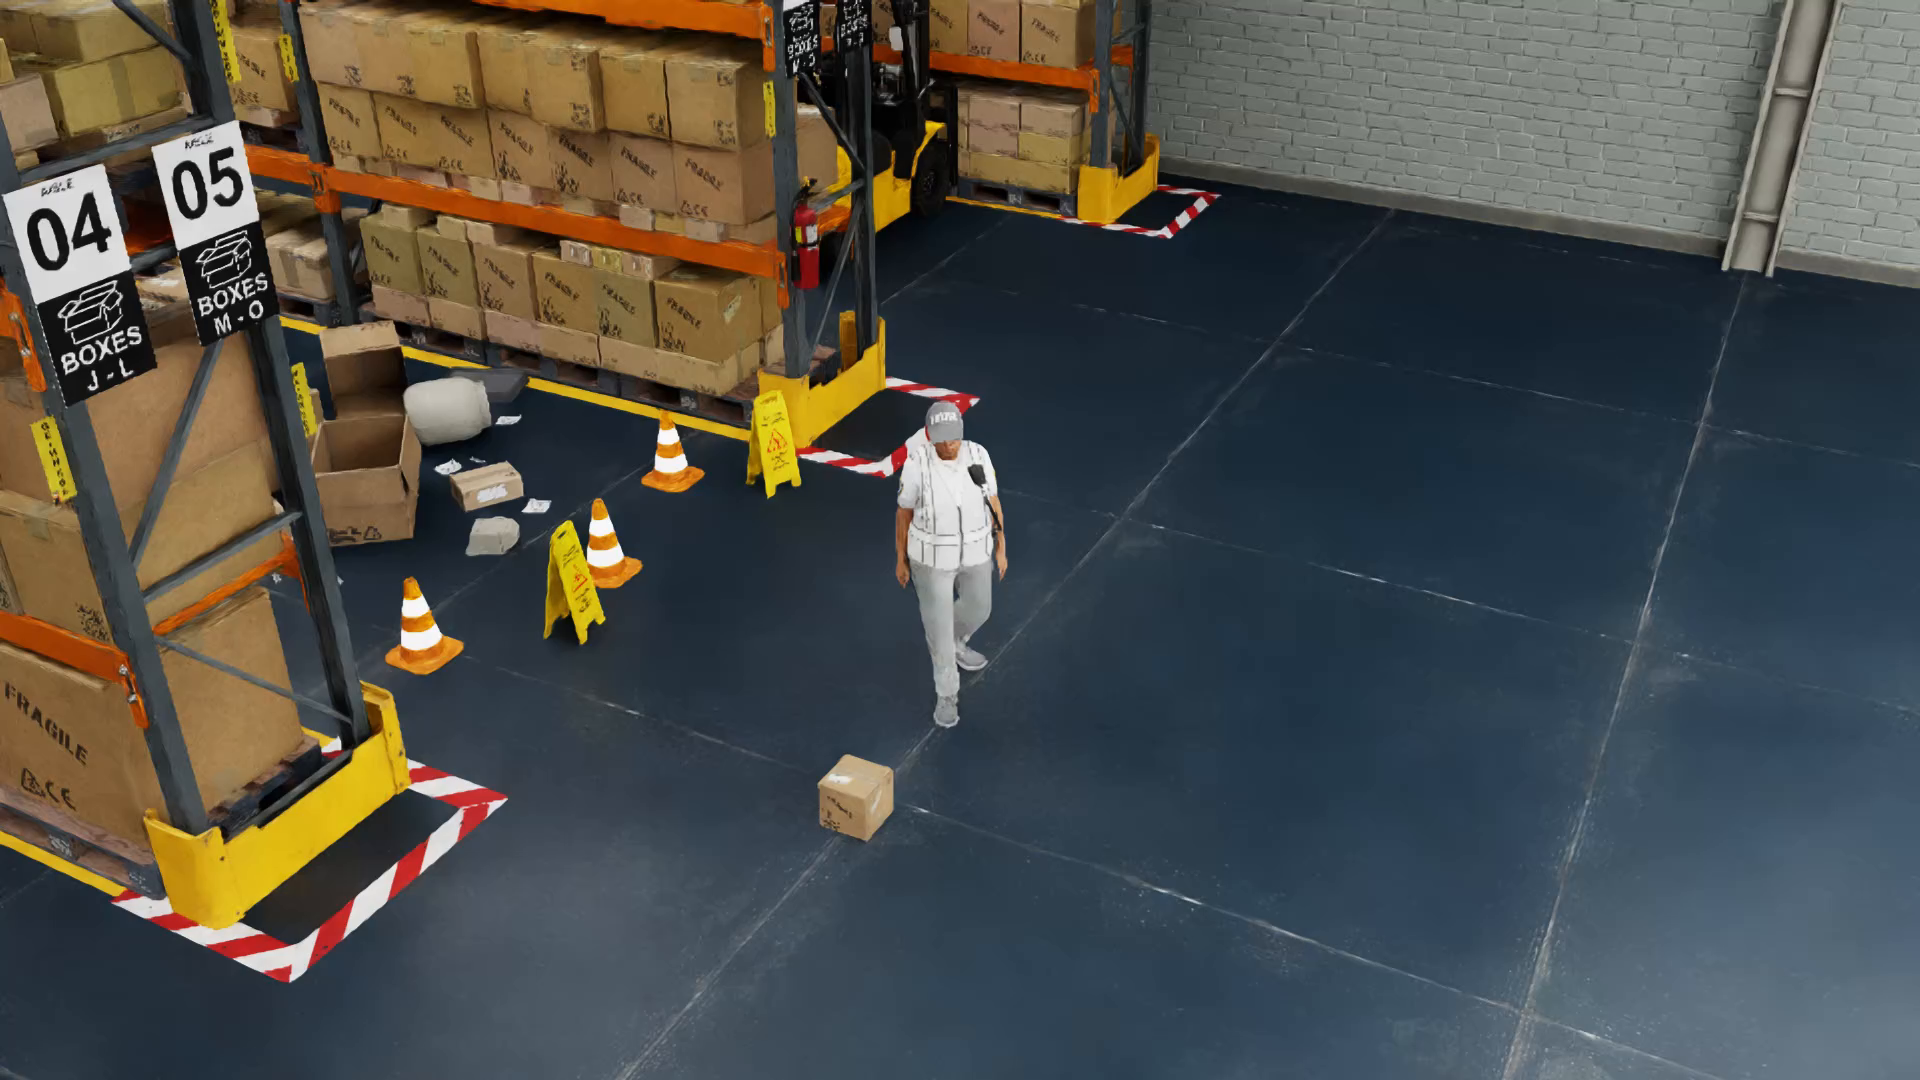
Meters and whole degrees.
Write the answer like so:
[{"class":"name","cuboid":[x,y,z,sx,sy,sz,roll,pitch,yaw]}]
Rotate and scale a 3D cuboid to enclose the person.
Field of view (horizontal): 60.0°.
[{"class":"person","cuboid":[-0.056,0.060,8.180,0.532,1.660,0.634,-10,32,-17]}]
